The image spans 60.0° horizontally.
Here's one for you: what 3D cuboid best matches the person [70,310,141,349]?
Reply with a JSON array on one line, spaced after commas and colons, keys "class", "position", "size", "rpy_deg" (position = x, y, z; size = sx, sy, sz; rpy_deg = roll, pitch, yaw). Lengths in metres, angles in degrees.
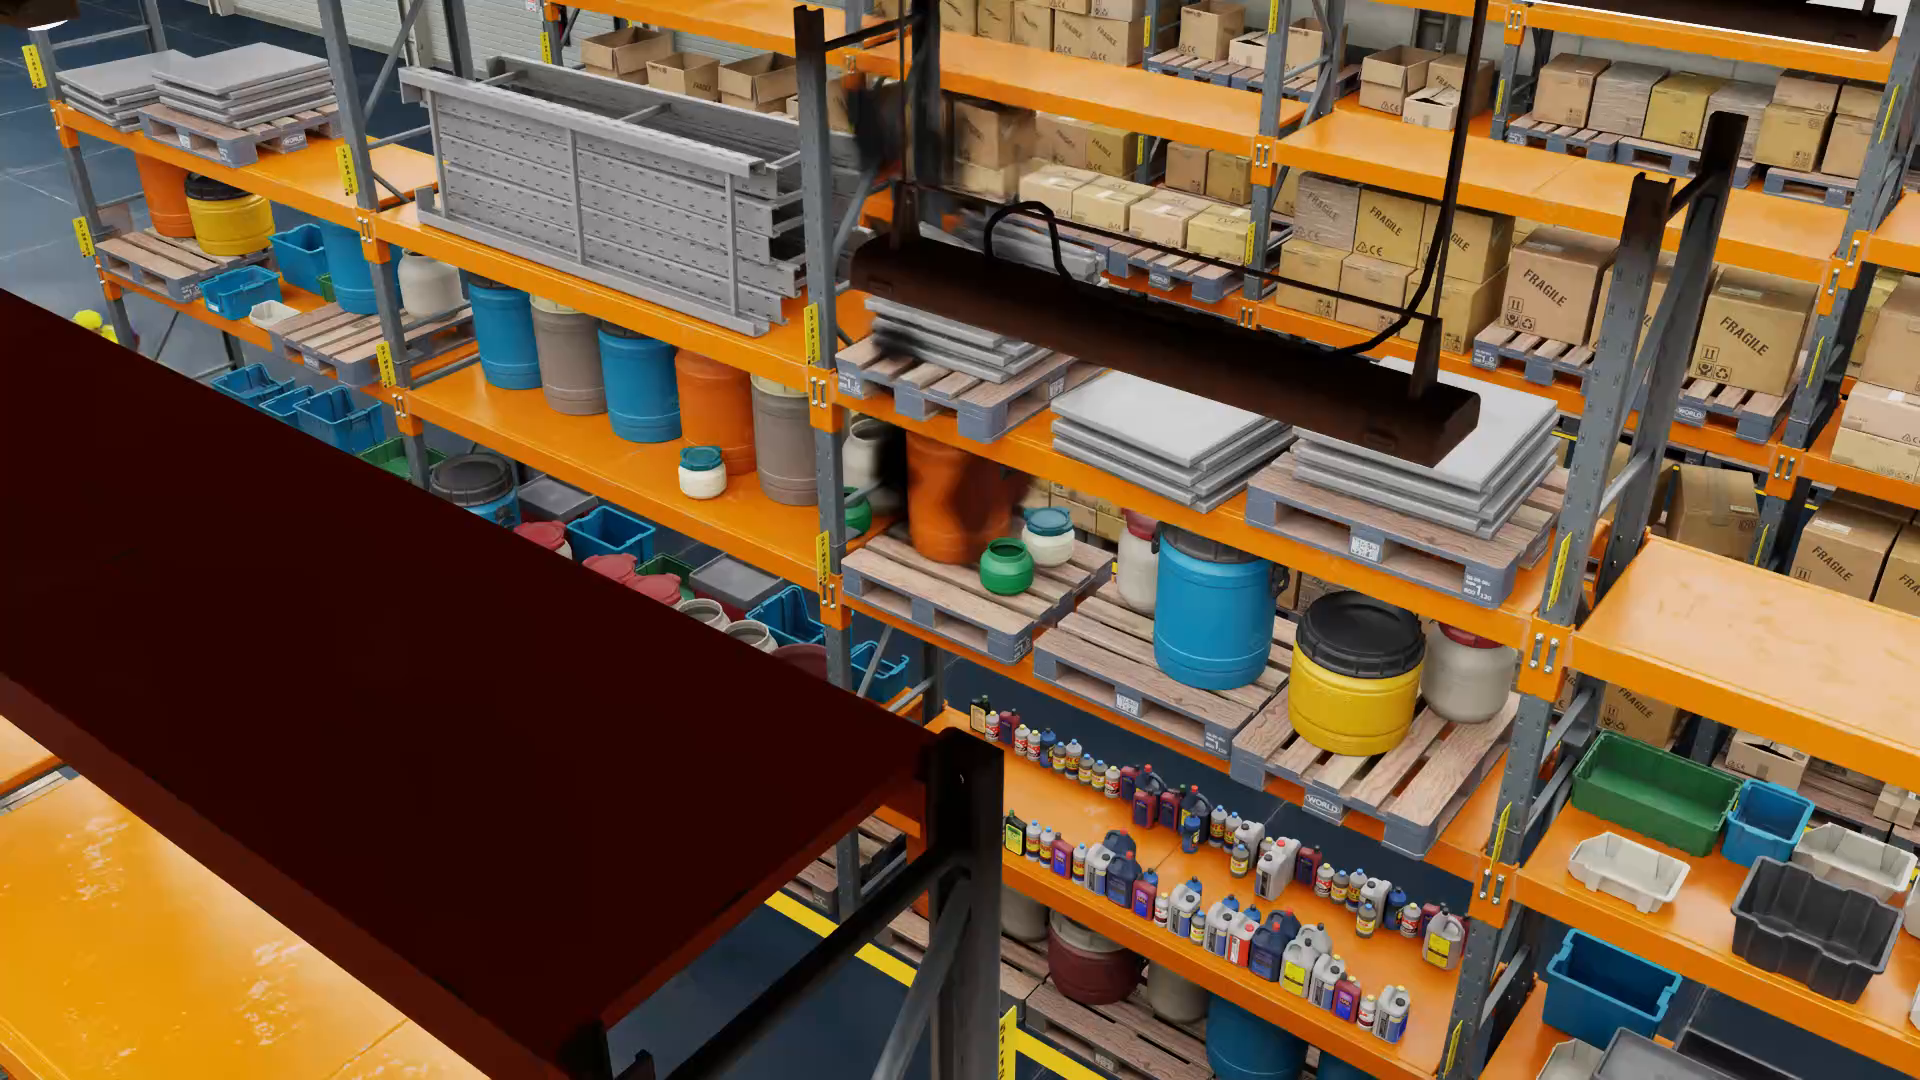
[{"class": "person", "position": [-7.952, -1.418, 15.949], "size": [0.884, 1.772, 0.704], "rpy_deg": [-8, 32, -13]}]
